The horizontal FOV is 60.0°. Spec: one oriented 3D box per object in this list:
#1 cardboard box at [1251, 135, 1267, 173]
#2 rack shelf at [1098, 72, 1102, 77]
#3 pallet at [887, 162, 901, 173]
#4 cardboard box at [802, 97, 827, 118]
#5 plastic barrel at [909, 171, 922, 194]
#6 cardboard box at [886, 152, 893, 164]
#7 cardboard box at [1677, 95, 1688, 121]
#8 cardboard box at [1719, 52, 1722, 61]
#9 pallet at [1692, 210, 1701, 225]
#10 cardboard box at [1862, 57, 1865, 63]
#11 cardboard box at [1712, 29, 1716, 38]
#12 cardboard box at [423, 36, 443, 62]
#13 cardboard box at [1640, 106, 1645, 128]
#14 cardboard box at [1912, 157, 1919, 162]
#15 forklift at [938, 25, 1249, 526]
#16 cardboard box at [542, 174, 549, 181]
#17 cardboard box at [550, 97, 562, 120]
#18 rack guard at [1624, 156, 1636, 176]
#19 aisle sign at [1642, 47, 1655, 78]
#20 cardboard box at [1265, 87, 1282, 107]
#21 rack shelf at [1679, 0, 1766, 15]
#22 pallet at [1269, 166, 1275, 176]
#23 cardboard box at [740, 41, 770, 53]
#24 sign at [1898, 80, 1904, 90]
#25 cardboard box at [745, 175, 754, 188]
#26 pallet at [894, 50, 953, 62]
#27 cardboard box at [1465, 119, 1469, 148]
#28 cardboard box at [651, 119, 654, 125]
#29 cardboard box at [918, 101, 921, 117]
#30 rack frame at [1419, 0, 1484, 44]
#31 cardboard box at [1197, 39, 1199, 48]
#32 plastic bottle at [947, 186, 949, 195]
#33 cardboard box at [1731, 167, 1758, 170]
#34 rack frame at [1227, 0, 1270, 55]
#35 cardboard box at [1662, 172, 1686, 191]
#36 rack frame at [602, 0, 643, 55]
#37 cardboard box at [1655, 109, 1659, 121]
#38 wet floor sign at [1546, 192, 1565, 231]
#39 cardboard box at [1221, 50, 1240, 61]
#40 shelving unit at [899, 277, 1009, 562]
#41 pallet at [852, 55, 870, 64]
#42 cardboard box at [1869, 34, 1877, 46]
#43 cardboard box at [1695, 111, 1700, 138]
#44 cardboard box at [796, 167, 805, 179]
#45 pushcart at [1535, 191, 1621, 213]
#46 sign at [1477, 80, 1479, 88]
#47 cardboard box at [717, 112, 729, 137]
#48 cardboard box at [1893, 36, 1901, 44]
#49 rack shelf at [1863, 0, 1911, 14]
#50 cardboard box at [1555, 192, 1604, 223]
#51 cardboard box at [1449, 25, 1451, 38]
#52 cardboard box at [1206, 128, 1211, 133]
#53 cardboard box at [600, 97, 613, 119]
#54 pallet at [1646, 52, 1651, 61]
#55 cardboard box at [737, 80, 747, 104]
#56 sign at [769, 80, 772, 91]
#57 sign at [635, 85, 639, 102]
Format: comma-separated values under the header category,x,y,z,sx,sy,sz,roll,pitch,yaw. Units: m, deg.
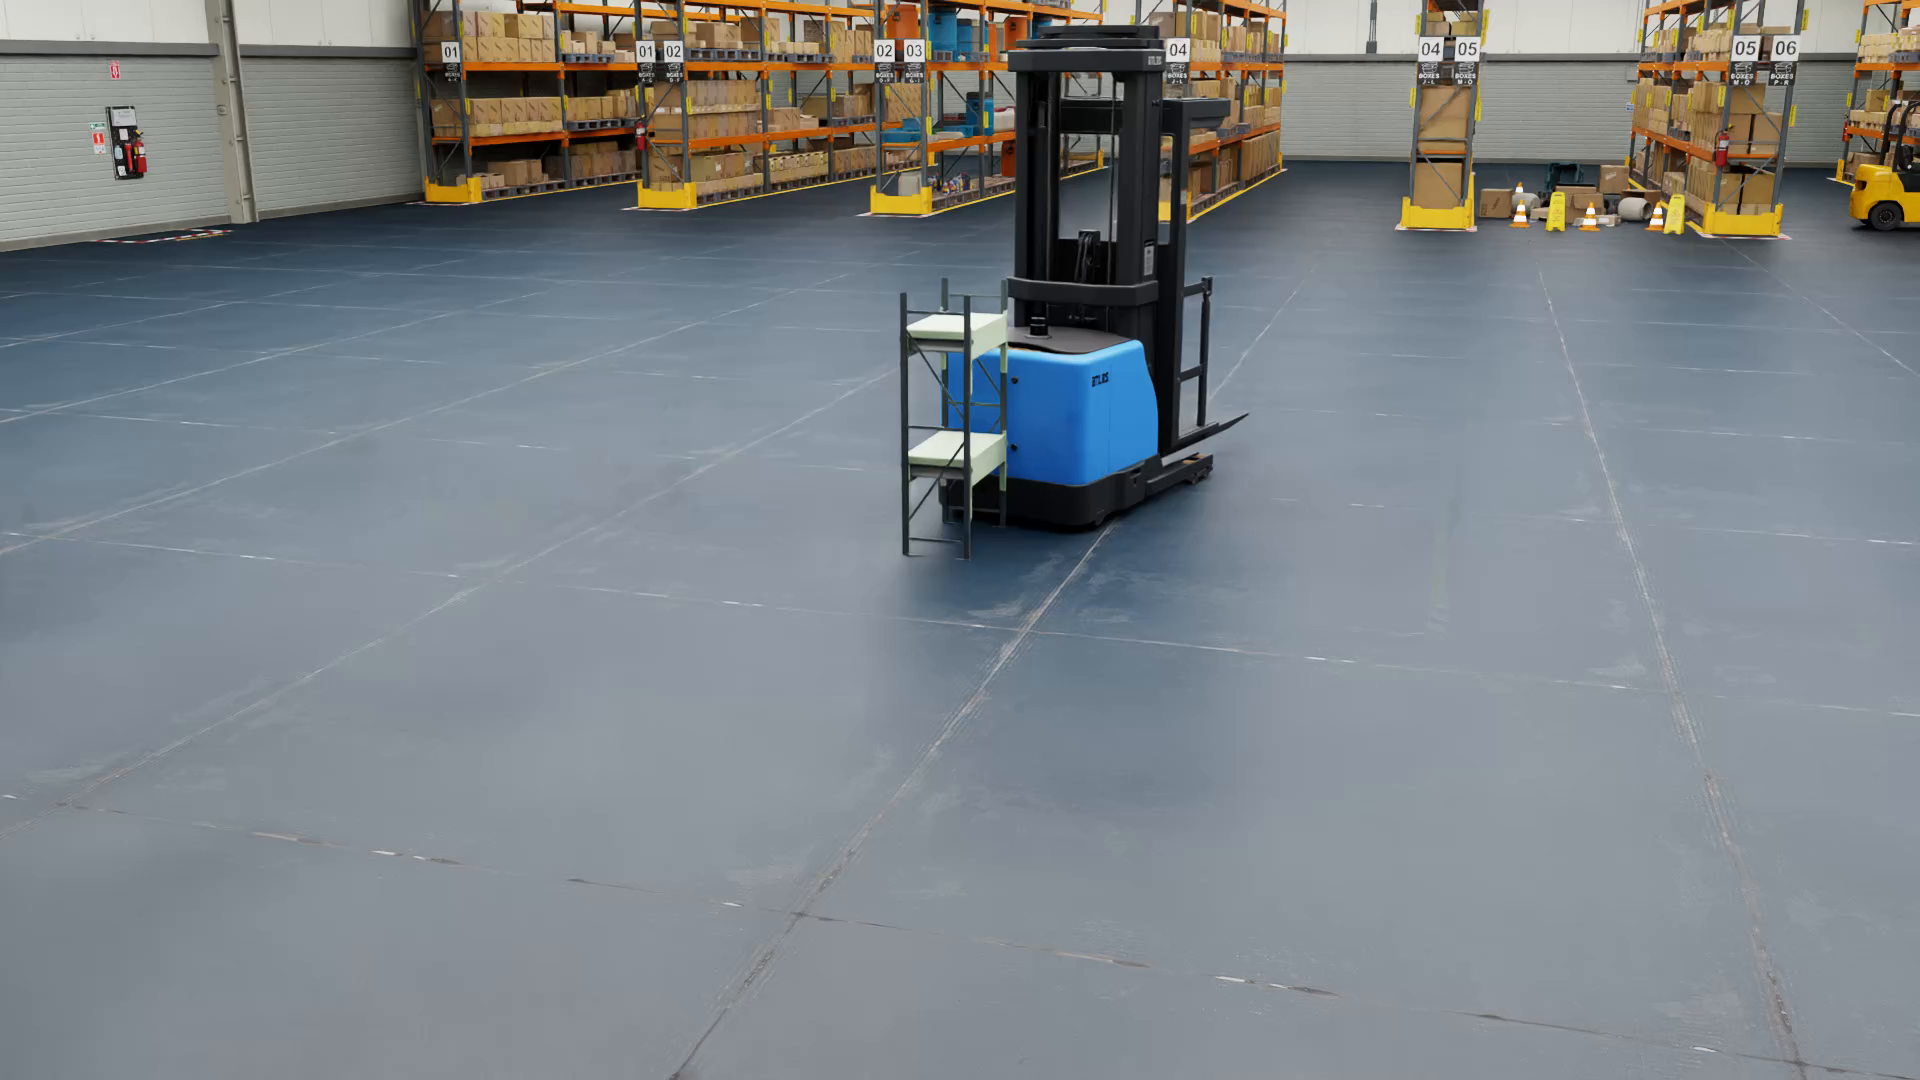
category,x,y,z,sx,sy,sz,roll,pitch,yaw
cardboard box,6.883,-9.508,40.979,1.225,0.875,0.875,5,16,16
rack shelf,2.866,-12.502,44.230,1.077,0.370,4.000,5,16,16
pallet,-2.255,-10.105,45.067,1.003,0.211,1.213,5,16,16
cardboard box,-3.517,-10.644,40.905,0.700,0.500,0.500,-1,16,-3
plastic barrel,-0.857,-7.056,33.000,0.421,0.512,0.421,0,16,0
cardboard box,-2.124,-10.278,44.689,0.500,0.311,0.500,5,16,16
cardboard box,14.775,-8.699,33.505,0.500,0.500,0.500,5,17,17
cardboard box,13.361,-8.359,28.768,0.380,0.149,0.250,4,16,14
pallet,13.772,-5.796,29.876,1.003,0.211,1.213,5,16,16
cardboard box,22.131,-11.648,40.363,0.380,0.149,0.250,5,17,17
cardboard box,13.620,-9.010,29.602,0.380,0.149,0.250,4,16,14
cardboard box,-10.736,-10.140,34.364,0.500,0.500,0.500,6,17,20
cardboard box,16.704,-10.186,40.060,0.500,0.500,0.500,4,16,15
cardboard box,20.422,-8.029,35.262,0.380,0.149,0.250,4,16,15
forklift,1.069,-1.843,10.958,1.130,2.935,3.031,10,18,30
cardboard box,-9.598,-8.263,37.850,0.380,0.166,0.250,2,16,9
cardboard box,-9.313,-9.707,37.420,0.500,0.500,0.500,5,16,16
rack guard,17.691,-9.579,42.685,1.175,0.500,0.348,5,16,16
aisle sign,17.427,-12.067,42.113,0.394,0.787,0.004,5,16,16
cardboard box,8.296,-11.828,44.388,0.500,0.500,0.500,5,17,17
rack shelf,14.842,-10.507,32.432,1.077,0.370,4.000,5,16,16
pallet,7.682,-9.669,43.531,1.003,0.211,1.213,5,16,16
cardboard box,-4.540,-10.907,36.794,0.500,0.250,0.500,6,17,22
sign,22.971,-11.052,40.597,0.100,0.325,0.005,5,16,16
cardboard box,-4.798,-7.784,36.047,0.500,0.250,0.500,5,16,16
pallet,-0.784,-9.303,31.980,1.003,0.211,1.213,5,16,16
cardboard box,8.839,-7.402,30.154,0.875,0.550,0.550,5,16,16
cardboard box,-7.942,-10.625,42.217,0.380,0.149,0.250,5,17,17
cardboard box,-1.324,-12.087,46.763,0.500,0.500,0.500,5,17,16
rack frame,8.363,-9.833,28.005,1.000,3.000,0.127,5,16,16
cardboard box,4.202,-9.176,30.732,0.380,0.149,0.250,5,17,18
plastic bottle,-0.270,-7.085,33.632,0.097,0.201,0.097,0,16,0
cardboard box,14.076,-6.433,29.909,0.500,0.500,0.500,6,17,19
rack frame,7.046,-13.384,40.523,1.000,3.000,0.127,5,16,16
cardboard box,15.241,-7.473,34.726,0.950,0.372,0.625,3,16,12
rack frame,-8.338,-13.489,40.896,1.000,3.000,0.127,5,16,16
cardboard box,15.720,-9.403,36.842,0.500,0.250,0.500,4,16,14
wet floor sign,10.253,-5.653,28.577,0.267,0.644,0.232,2,16,6
cardboard box,5.736,-10.416,35.834,0.500,0.250,0.500,5,17,17
shelving unit,-0.026,-0.712,9.591,0.431,1.500,0.755,5,17,17
pallet,-2.995,-12.182,42.130,1.213,0.211,1.003,5,16,16
cardboard box,21.785,-11.785,39.199,0.500,0.250,0.500,4,16,15
cardboard box,13.761,-7.600,30.400,0.500,0.500,0.500,5,16,16
cardboard box,-3.936,-8.541,38.715,0.500,0.250,0.500,5,17,17
pushcart,12.074,-6.538,32.189,1.648,0.377,0.936,-1,16,-3
sign,13.436,-11.794,43.211,0.100,0.325,0.005,5,16,16
cardboard box,-5.279,-8.702,34.827,0.700,0.500,0.500,5,17,18
cardboard box,20.802,-11.016,36.637,0.380,0.149,0.250,5,17,17
rack shelf,21.876,-12.407,38.404,1.077,0.370,4.000,5,16,16
cardboard box,11.209,-6.044,30.217,0.797,0.503,0.637,-7,17,-23
cardboard box,8.520,-9.123,29.775,0.500,0.250,0.500,5,16,16
cardboard box,4.585,-8.483,33.510,0.875,0.500,0.500,5,16,16
cardboard box,-8.795,-10.412,40.050,0.700,0.500,0.500,5,16,16
pallet,17.139,-11.661,40.109,1.003,0.211,1.213,5,16,16
cardboard box,-4.987,-9.597,35.607,0.700,0.500,0.500,5,16,16
sign,-5.548,-13.321,48.743,0.100,0.325,0.005,5,16,16
sign,-6.377,-8.844,32.956,0.100,0.325,0.005,5,16,16
